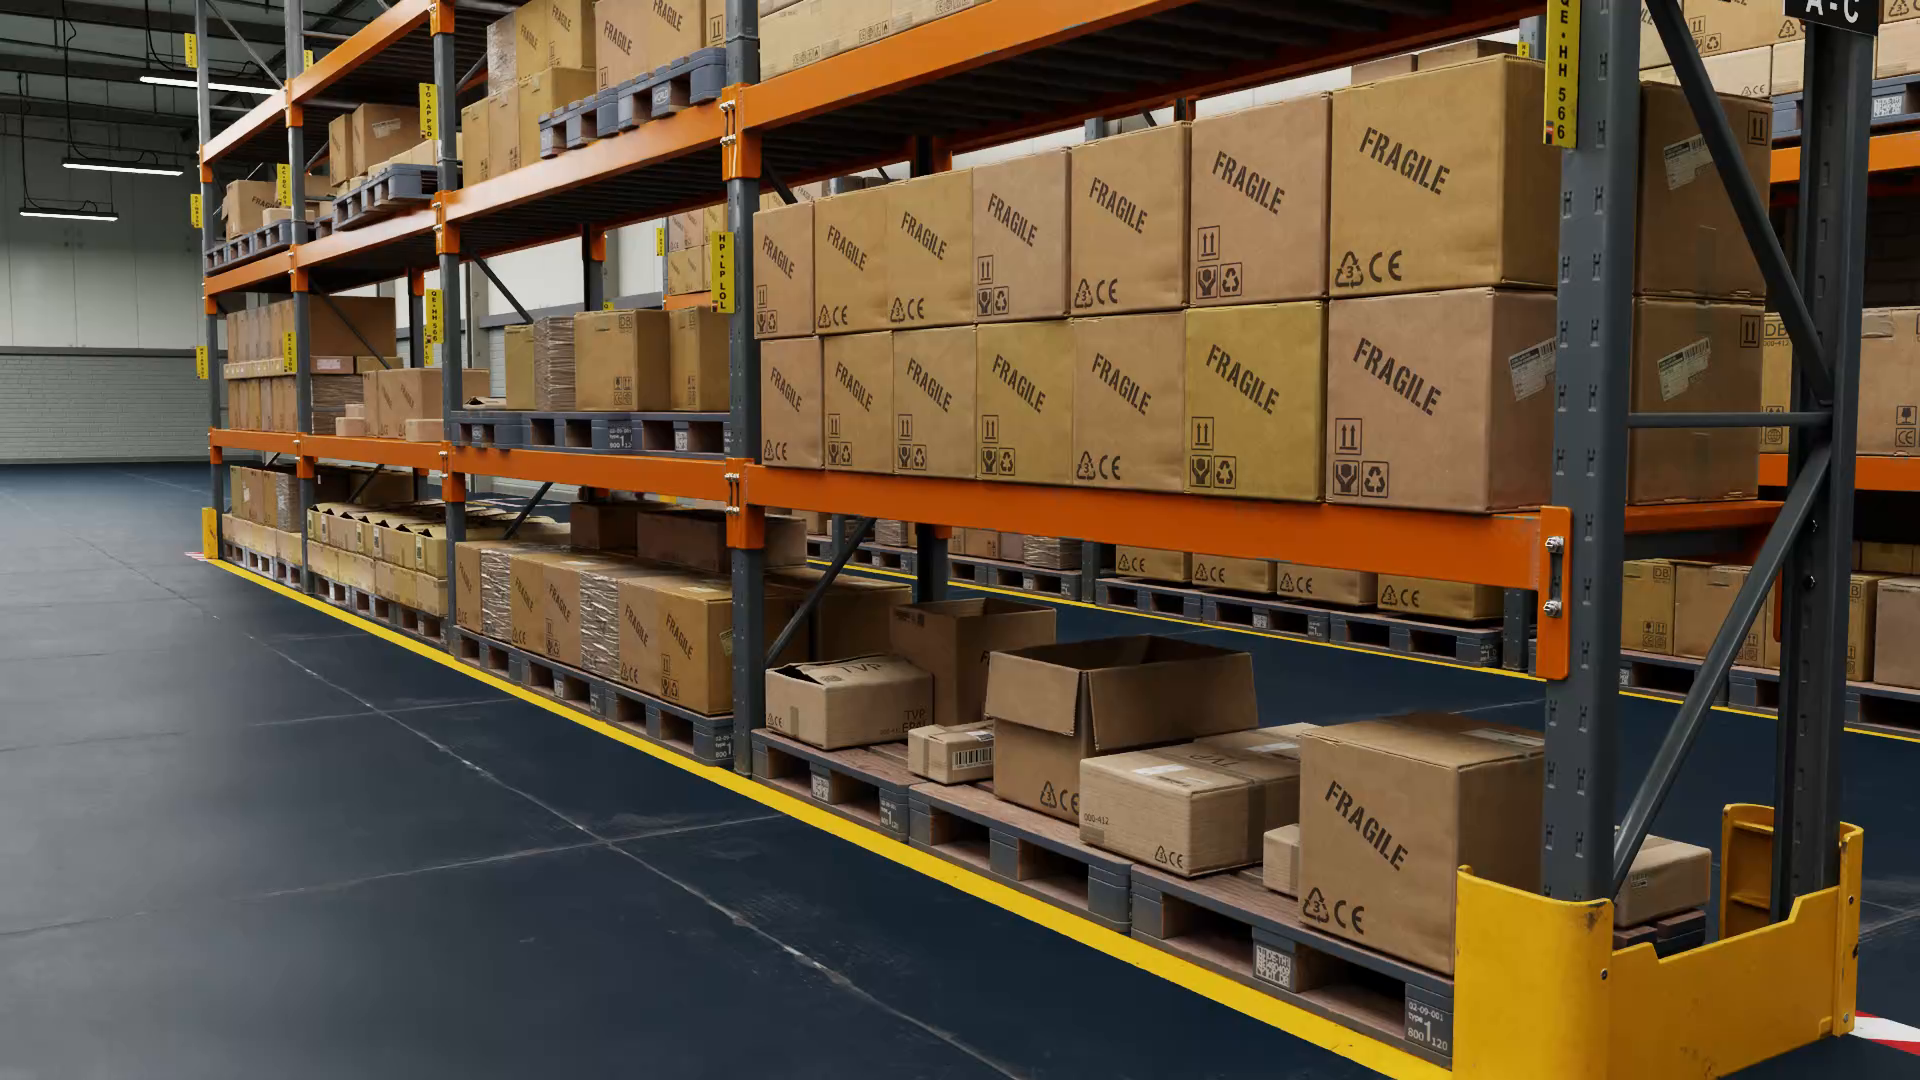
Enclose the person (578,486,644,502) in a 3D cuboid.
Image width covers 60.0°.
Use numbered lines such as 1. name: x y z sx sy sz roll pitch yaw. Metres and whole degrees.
1. person: -2.821 -0.446 13.447 0.577 1.759 0.595 -3 5 -31
